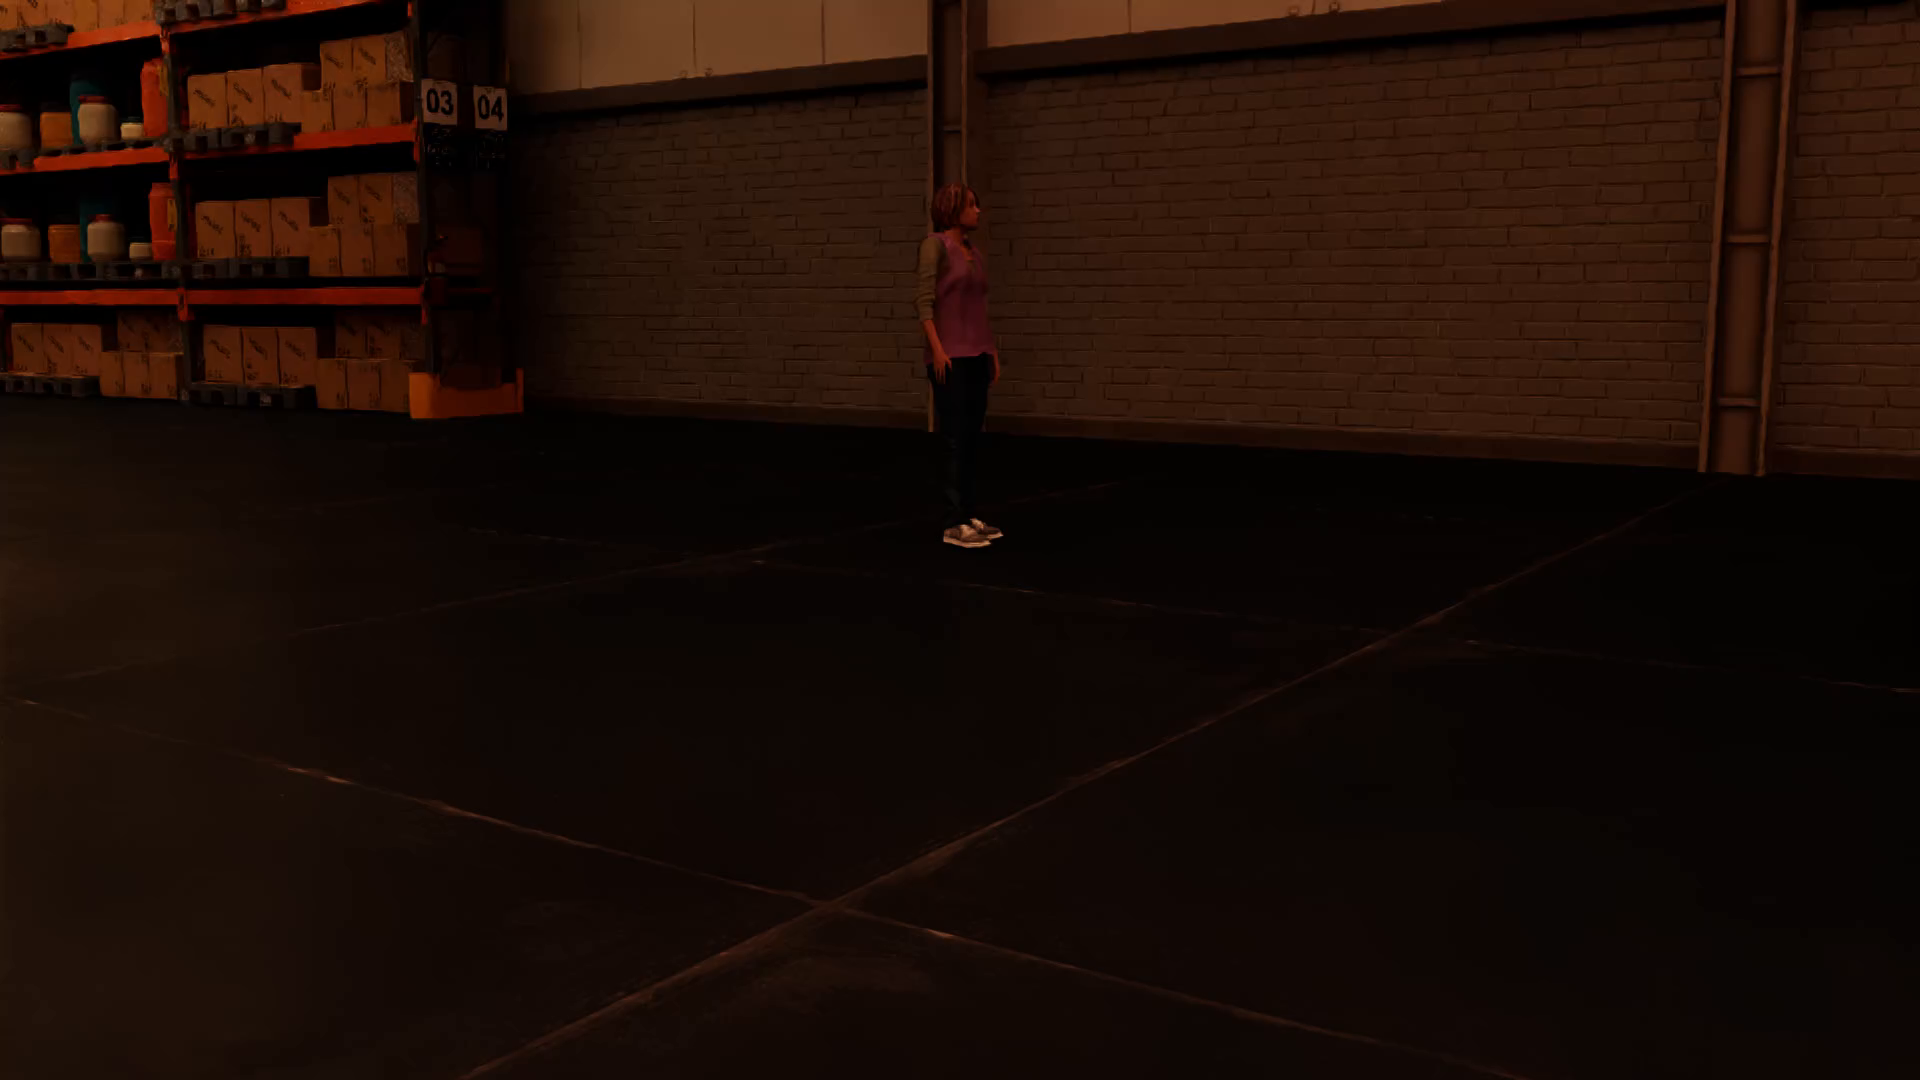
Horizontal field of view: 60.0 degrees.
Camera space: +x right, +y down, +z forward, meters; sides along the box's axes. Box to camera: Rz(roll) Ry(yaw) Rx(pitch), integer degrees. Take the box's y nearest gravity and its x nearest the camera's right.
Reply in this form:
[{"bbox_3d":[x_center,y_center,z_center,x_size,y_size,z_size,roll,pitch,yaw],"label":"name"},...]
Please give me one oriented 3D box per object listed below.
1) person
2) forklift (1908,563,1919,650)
[{"bbox_3d":[0.054,-0.790,7.438,0.474,1.597,0.520,5,10,34],"label":"person"},{"bbox_3d":[4.063,-0.937,3.784,1.130,2.935,3.031,-6,10,-36],"label":"forklift"}]
